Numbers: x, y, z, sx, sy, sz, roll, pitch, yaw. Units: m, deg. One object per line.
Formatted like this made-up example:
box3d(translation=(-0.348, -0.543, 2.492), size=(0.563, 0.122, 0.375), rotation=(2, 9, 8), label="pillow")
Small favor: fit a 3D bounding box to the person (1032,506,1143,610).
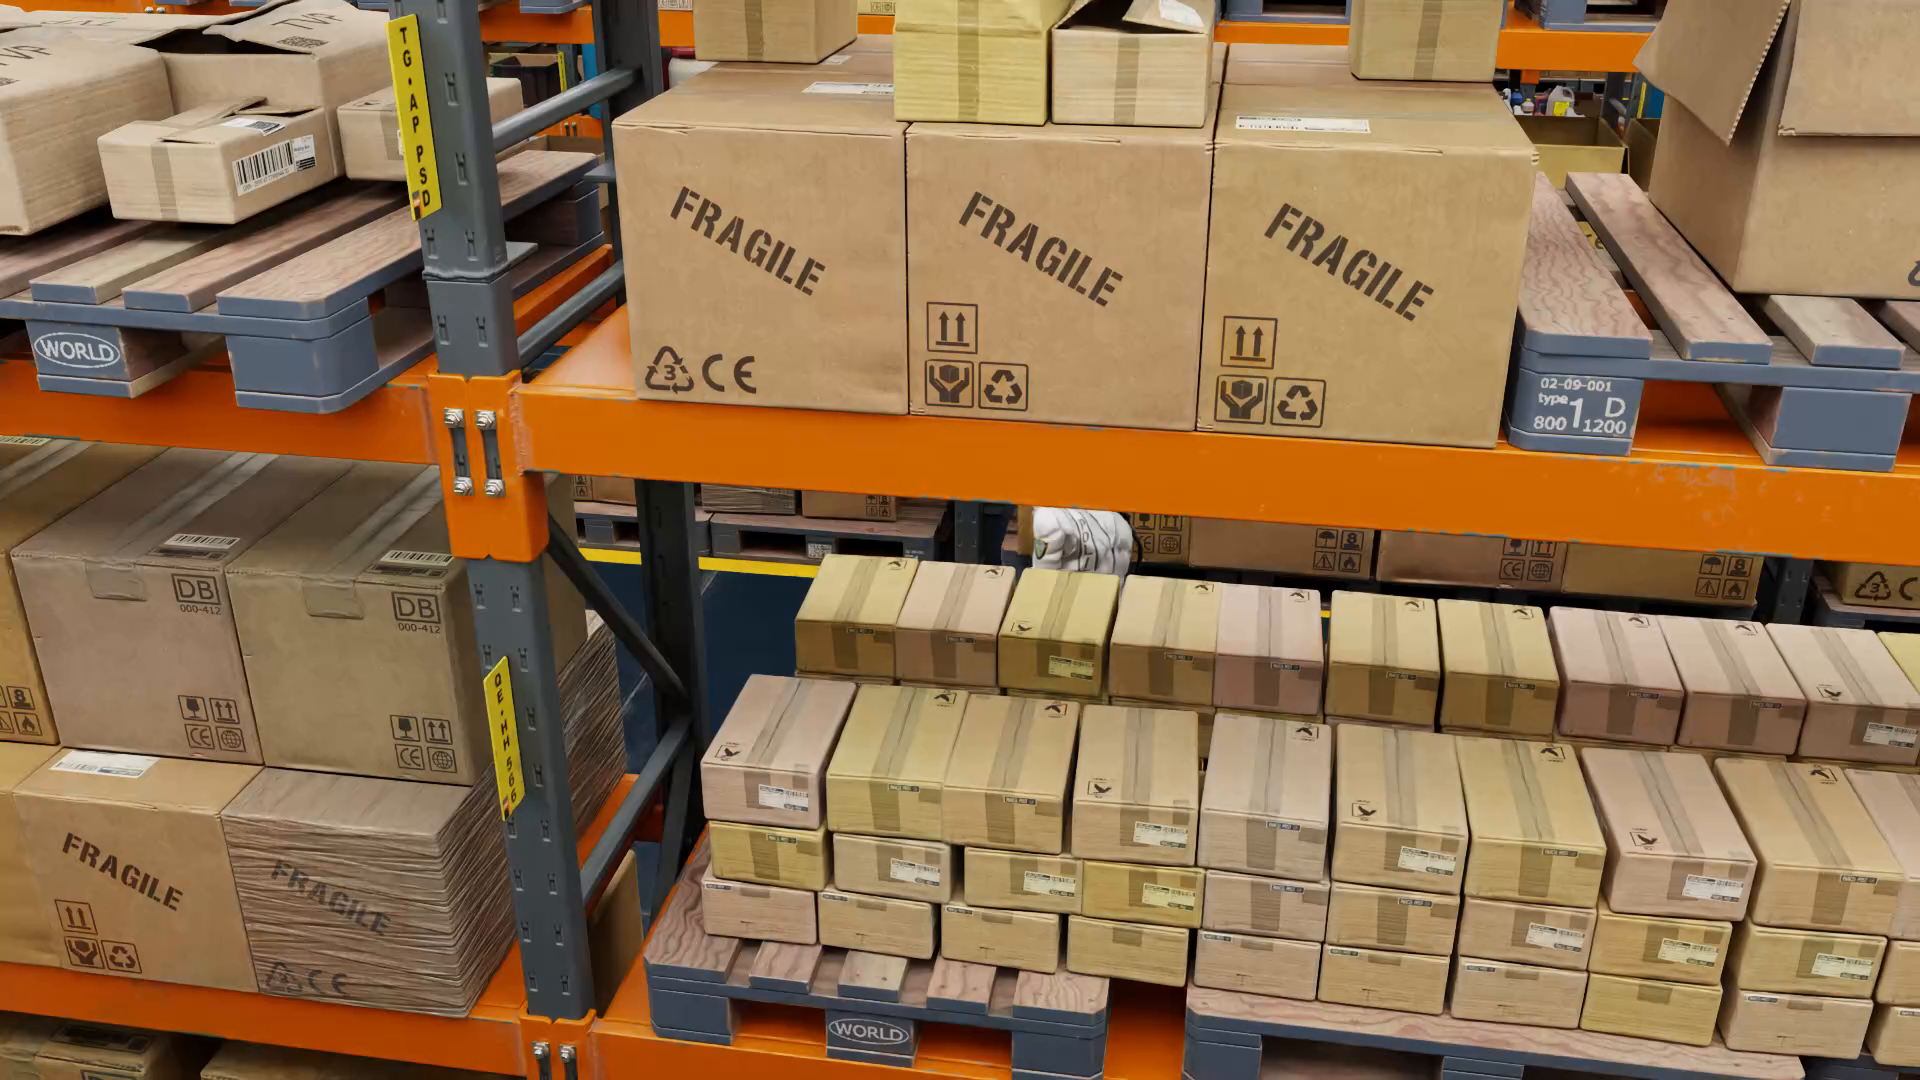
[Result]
box3d(translation=(0.519, 0.334, 6.360), size=(0.616, 1.670, 0.475), rotation=(20, 32, 36), label="person")
